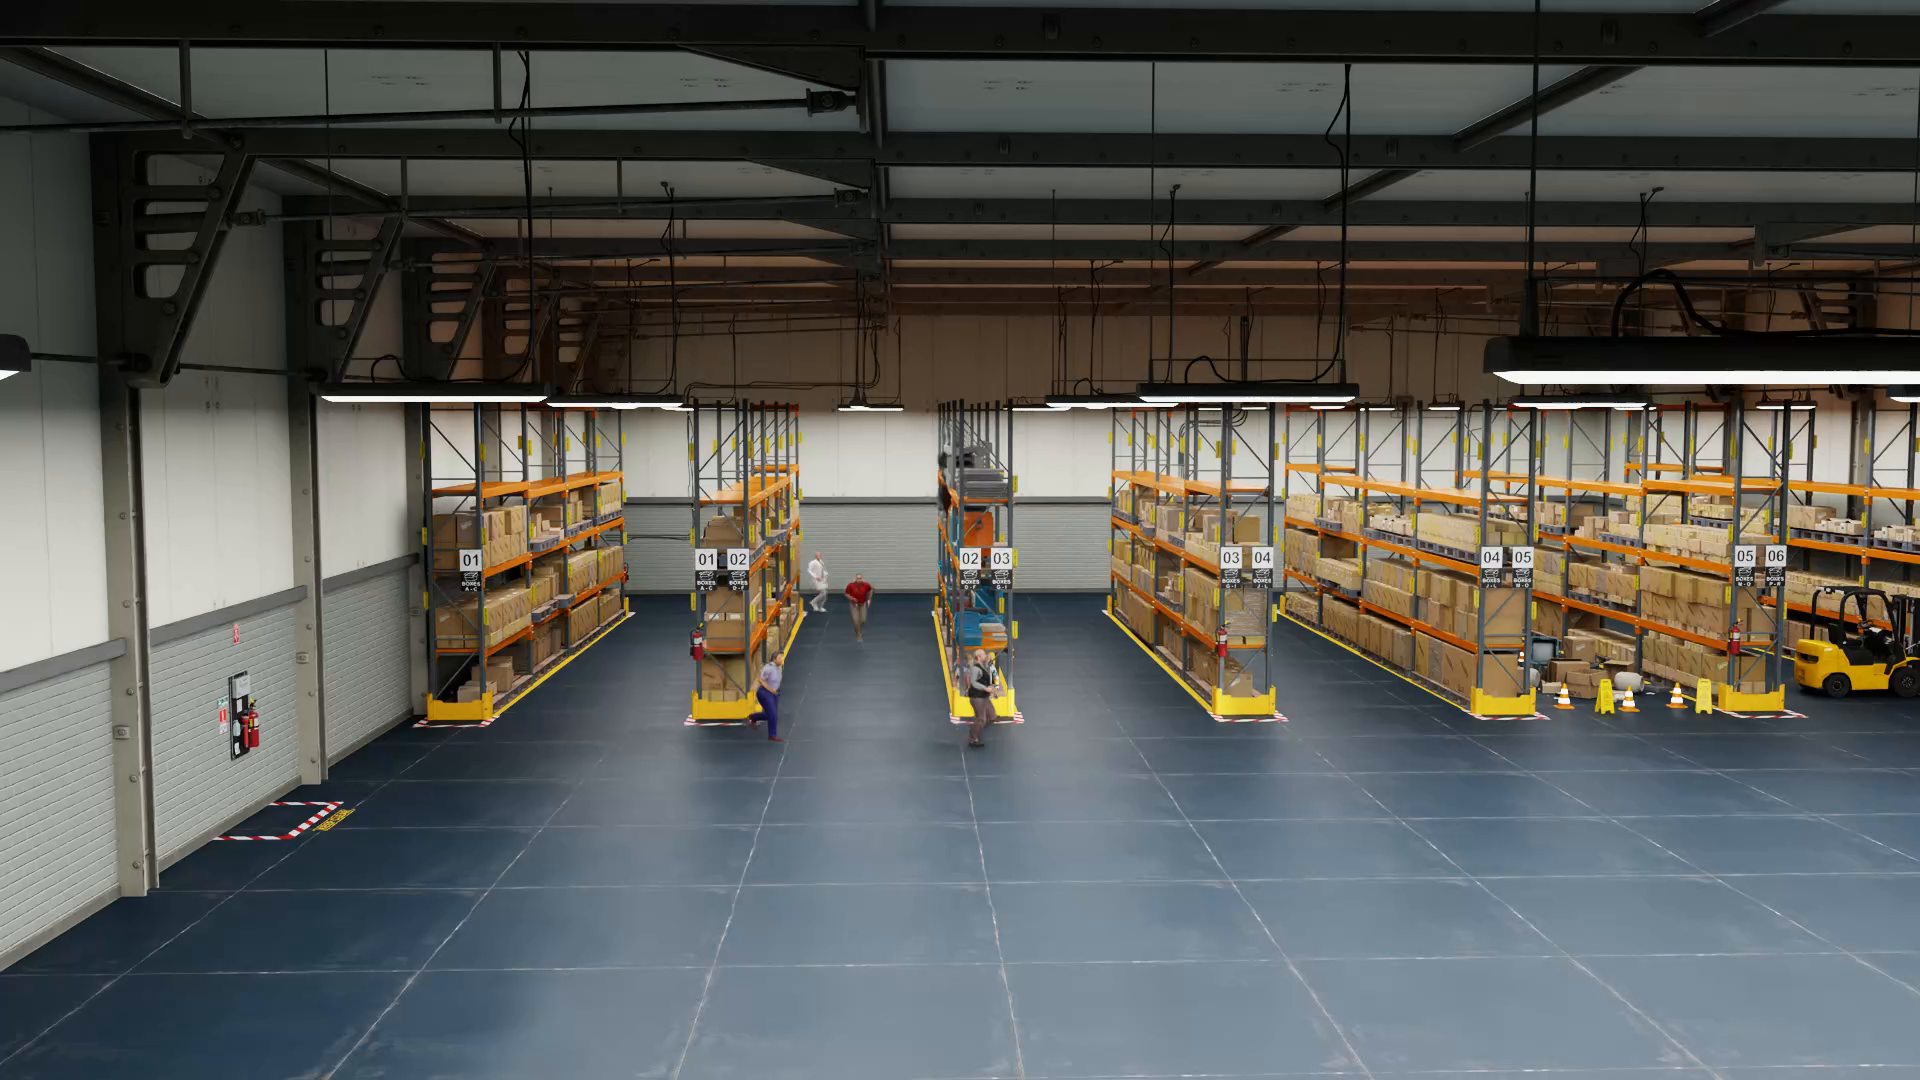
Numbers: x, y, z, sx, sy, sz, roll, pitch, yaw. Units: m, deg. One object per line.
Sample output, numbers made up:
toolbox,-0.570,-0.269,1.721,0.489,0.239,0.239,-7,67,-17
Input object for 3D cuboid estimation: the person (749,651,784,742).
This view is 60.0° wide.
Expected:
person,-3.425,2.737,29.160,0.744,1.588,0.592,2,5,30

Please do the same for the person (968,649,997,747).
person,0.384,2.711,28.532,0.562,1.684,0.674,2,5,19

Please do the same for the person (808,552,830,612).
person,-4.063,1.211,48.011,0.541,1.758,0.779,2,5,22

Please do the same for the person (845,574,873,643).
person,-2.402,1.618,39.560,0.654,1.665,0.751,0,4,-5
